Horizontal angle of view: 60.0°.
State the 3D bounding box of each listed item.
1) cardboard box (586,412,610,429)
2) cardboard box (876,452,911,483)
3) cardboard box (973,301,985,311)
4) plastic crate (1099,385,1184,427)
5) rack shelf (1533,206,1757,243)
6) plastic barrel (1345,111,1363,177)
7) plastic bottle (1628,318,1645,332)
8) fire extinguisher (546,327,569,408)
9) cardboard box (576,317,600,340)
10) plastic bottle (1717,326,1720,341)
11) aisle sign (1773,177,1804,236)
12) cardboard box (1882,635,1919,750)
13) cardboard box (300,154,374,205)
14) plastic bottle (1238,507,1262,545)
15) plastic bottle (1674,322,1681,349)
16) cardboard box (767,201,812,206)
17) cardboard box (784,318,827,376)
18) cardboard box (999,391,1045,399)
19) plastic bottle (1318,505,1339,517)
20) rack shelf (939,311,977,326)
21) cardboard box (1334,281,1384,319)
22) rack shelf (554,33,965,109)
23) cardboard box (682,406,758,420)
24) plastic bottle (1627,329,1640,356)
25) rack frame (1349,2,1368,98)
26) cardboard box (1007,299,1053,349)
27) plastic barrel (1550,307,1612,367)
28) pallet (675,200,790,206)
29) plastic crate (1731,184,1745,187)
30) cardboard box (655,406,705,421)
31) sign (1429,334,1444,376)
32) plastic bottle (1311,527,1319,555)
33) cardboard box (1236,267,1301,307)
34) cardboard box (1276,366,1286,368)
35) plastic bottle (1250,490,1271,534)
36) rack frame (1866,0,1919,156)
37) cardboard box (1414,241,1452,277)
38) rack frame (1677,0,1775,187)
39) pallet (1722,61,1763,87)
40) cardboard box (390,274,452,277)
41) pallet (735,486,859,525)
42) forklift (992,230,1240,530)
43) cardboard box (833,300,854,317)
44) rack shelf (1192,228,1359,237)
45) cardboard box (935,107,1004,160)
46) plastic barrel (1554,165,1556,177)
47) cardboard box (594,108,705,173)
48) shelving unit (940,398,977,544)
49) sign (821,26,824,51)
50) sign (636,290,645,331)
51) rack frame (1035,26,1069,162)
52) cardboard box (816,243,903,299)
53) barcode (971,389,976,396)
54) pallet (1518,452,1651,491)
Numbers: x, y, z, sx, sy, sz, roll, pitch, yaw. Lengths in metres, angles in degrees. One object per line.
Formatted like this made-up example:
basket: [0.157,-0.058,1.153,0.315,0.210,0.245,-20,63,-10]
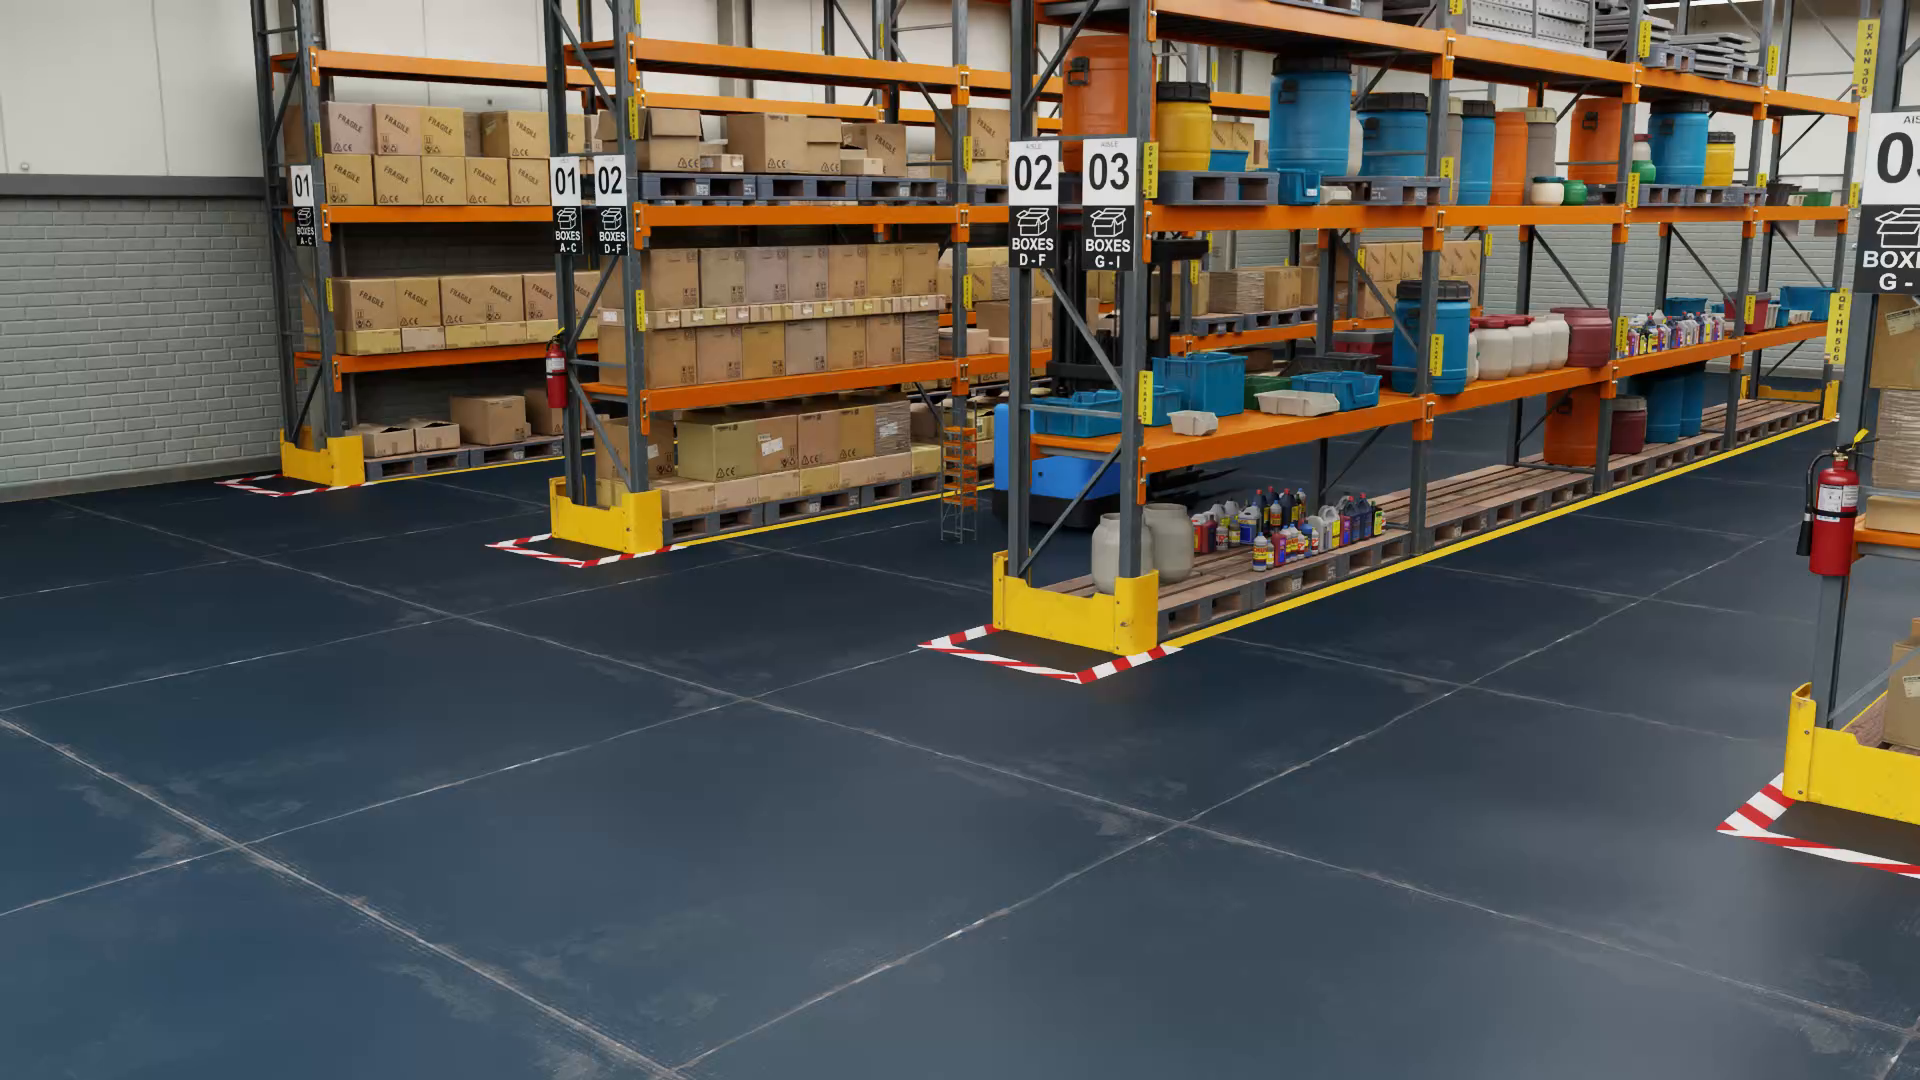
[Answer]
cardboard box: [-4.399,-1.428,19.815,0.380,0.166,0.250,7,14,33]
cardboard box: [-0.824,-0.734,16.174,0.500,0.250,0.500,10,15,40]
cardboard box: [0.147,-3.443,24.382,0.380,0.149,0.250,10,15,42]
plastic crate: [1.272,-0.949,11.686,0.499,0.251,0.408,10,15,40]
rack shelf: [7.334,-3.405,17.778,1.077,0.370,4.000,10,15,40]
plastic barrel: [2.942,-3.098,13.045,0.421,0.512,0.421,0,11,0]
plastic bottle: [7.566,-2.345,18.611,0.152,0.276,0.135,10,15,40]
fire extinguisher: [-3.412,-1.461,14.065,0.296,0.674,0.183,10,15,40]
cardboard box: [-4.488,-2.440,19.100,0.500,0.250,0.500,10,15,41]
plastic bottle: [8.581,-2.363,18.891,0.097,0.201,0.097,0,11,0]
aisle sign: [11.119,-4.493,22.411,0.394,0.787,0.004,10,15,40]
cardboard box: [4.879,0.755,8.081,0.500,0.500,0.500,-9,14,-37]
cardboard box: [-6.300,-3.643,16.827,0.500,0.500,0.500,10,15,42]
plastic bottle: [2.252,-0.113,12.949,0.152,0.276,0.135,10,15,40]
plastic bottle: [7.703,-2.202,17.875,0.061,0.283,0.133,10,15,40]
cardboard box: [-2.353,-4.626,21.740,0.637,0.503,0.797,-10,15,-40]
cardboard box: [-1.647,-1.800,15.312,0.700,0.500,0.500,10,15,42]
cardboard box: [0.712,-1.498,18.569,0.500,0.311,0.500,10,15,40]
plastic bottle: [2.910,-0.139,13.080,0.152,0.276,0.135,10,15,40]
rack shelf: [-0.108,-3.215,24.484,1.077,0.370,4.000,10,15,40]
cardboard box: [5.477,-3.311,22.873,0.500,0.500,0.500,10,15,42]
rack shelf: [-1.665,-4.143,14.839,1.077,0.370,4.000,10,15,40]
cardboard box: [-2.206,-0.948,15.332,0.500,0.500,0.500,10,15,40]
plastic bottle: [6.848,-2.021,16.990,0.152,0.276,0.135,10,15,40]
rack frame: [4.936,-6.164,22.096,1.000,3.000,0.127,10,15,40]
cardboard box: [0.853,-2.356,18.093,0.500,0.500,0.500,10,15,40]
plastic barrel: [5.935,-1.952,15.976,0.600,0.536,0.708,10,15,40]
pallet: [-2.898,-4.294,20.871,1.213,0.211,1.003,10,15,40]
plastic crate: [9.600,-4.296,20.706,0.437,0.282,0.530,10,15,40]
cardboard box: [-3.595,-1.785,20.749,0.700,0.500,0.500,10,15,42]
sign: [3.780,-1.467,13.190,0.100,0.325,0.005,10,15,40]
plastic bottle: [2.658,0.005,12.550,0.097,0.201,0.097,0,11,0]
cardboard box: [4.049,-3.327,21.881,0.500,0.500,0.700,-9,15,-39]
cardboard box: [4.493,-2.030,21.977,0.500,0.500,0.500,10,15,41]
plastic bottle: [2.405,-0.228,13.333,0.144,0.351,0.185,9,14,38]
rack frame: [4.454,-3.117,6.841,1.000,3.000,0.127,10,15,40]
cardboard box: [6.818,-4.097,24.259,0.500,0.500,0.500,10,15,42]
rack frame: [8.655,-5.523,18.887,1.000,3.000,0.127,10,15,40]
pallet: [8.131,-5.108,18.315,1.003,0.211,1.213,10,15,40]
cardboard box: [-5.879,-2.646,18.220,0.500,0.500,0.500,9,15,39]
pallet: [-1.706,-0.385,15.602,1.003,0.211,1.213,10,15,40]
forklift: [1.607,-1.759,15.533,1.130,2.935,3.031,9,14,38]
cardboard box: [-1.203,-2.158,15.444,0.380,0.149,0.250,10,15,42]
rack shelf: [3.616,-4.046,20.987,1.077,0.370,4.000,10,15,40]
cardboard box: [0.092,-4.101,16.825,0.500,0.500,0.500,10,15,41]
plastic barrel: [5.579,-3.512,16.192,0.421,0.512,0.421,0,11,0]
cardboard box: [-2.603,-3.336,13.906,0.637,0.503,0.797,-11,16,-44]
shelving unit: [-0.010,-0.586,14.083,0.258,1.200,0.189,10,15,40]
sign: [-1.847,-6.822,22.603,0.100,0.325,0.005,10,15,40]
sign: [-2.572,-1.847,13.388,0.100,0.325,0.005,10,15,40]
rack frame: [1.213,-6.804,25.300,1.000,3.000,0.127,10,15,40]
cardboard box: [-0.965,-2.589,15.950,0.700,0.500,0.500,10,15,40]
barcode: [0.136,-1.489,16.817,0.001,0.075,0.075,10,15,40]
pallet: [6.503,-0.746,17.409,1.003,0.211,1.213,10,15,40]
